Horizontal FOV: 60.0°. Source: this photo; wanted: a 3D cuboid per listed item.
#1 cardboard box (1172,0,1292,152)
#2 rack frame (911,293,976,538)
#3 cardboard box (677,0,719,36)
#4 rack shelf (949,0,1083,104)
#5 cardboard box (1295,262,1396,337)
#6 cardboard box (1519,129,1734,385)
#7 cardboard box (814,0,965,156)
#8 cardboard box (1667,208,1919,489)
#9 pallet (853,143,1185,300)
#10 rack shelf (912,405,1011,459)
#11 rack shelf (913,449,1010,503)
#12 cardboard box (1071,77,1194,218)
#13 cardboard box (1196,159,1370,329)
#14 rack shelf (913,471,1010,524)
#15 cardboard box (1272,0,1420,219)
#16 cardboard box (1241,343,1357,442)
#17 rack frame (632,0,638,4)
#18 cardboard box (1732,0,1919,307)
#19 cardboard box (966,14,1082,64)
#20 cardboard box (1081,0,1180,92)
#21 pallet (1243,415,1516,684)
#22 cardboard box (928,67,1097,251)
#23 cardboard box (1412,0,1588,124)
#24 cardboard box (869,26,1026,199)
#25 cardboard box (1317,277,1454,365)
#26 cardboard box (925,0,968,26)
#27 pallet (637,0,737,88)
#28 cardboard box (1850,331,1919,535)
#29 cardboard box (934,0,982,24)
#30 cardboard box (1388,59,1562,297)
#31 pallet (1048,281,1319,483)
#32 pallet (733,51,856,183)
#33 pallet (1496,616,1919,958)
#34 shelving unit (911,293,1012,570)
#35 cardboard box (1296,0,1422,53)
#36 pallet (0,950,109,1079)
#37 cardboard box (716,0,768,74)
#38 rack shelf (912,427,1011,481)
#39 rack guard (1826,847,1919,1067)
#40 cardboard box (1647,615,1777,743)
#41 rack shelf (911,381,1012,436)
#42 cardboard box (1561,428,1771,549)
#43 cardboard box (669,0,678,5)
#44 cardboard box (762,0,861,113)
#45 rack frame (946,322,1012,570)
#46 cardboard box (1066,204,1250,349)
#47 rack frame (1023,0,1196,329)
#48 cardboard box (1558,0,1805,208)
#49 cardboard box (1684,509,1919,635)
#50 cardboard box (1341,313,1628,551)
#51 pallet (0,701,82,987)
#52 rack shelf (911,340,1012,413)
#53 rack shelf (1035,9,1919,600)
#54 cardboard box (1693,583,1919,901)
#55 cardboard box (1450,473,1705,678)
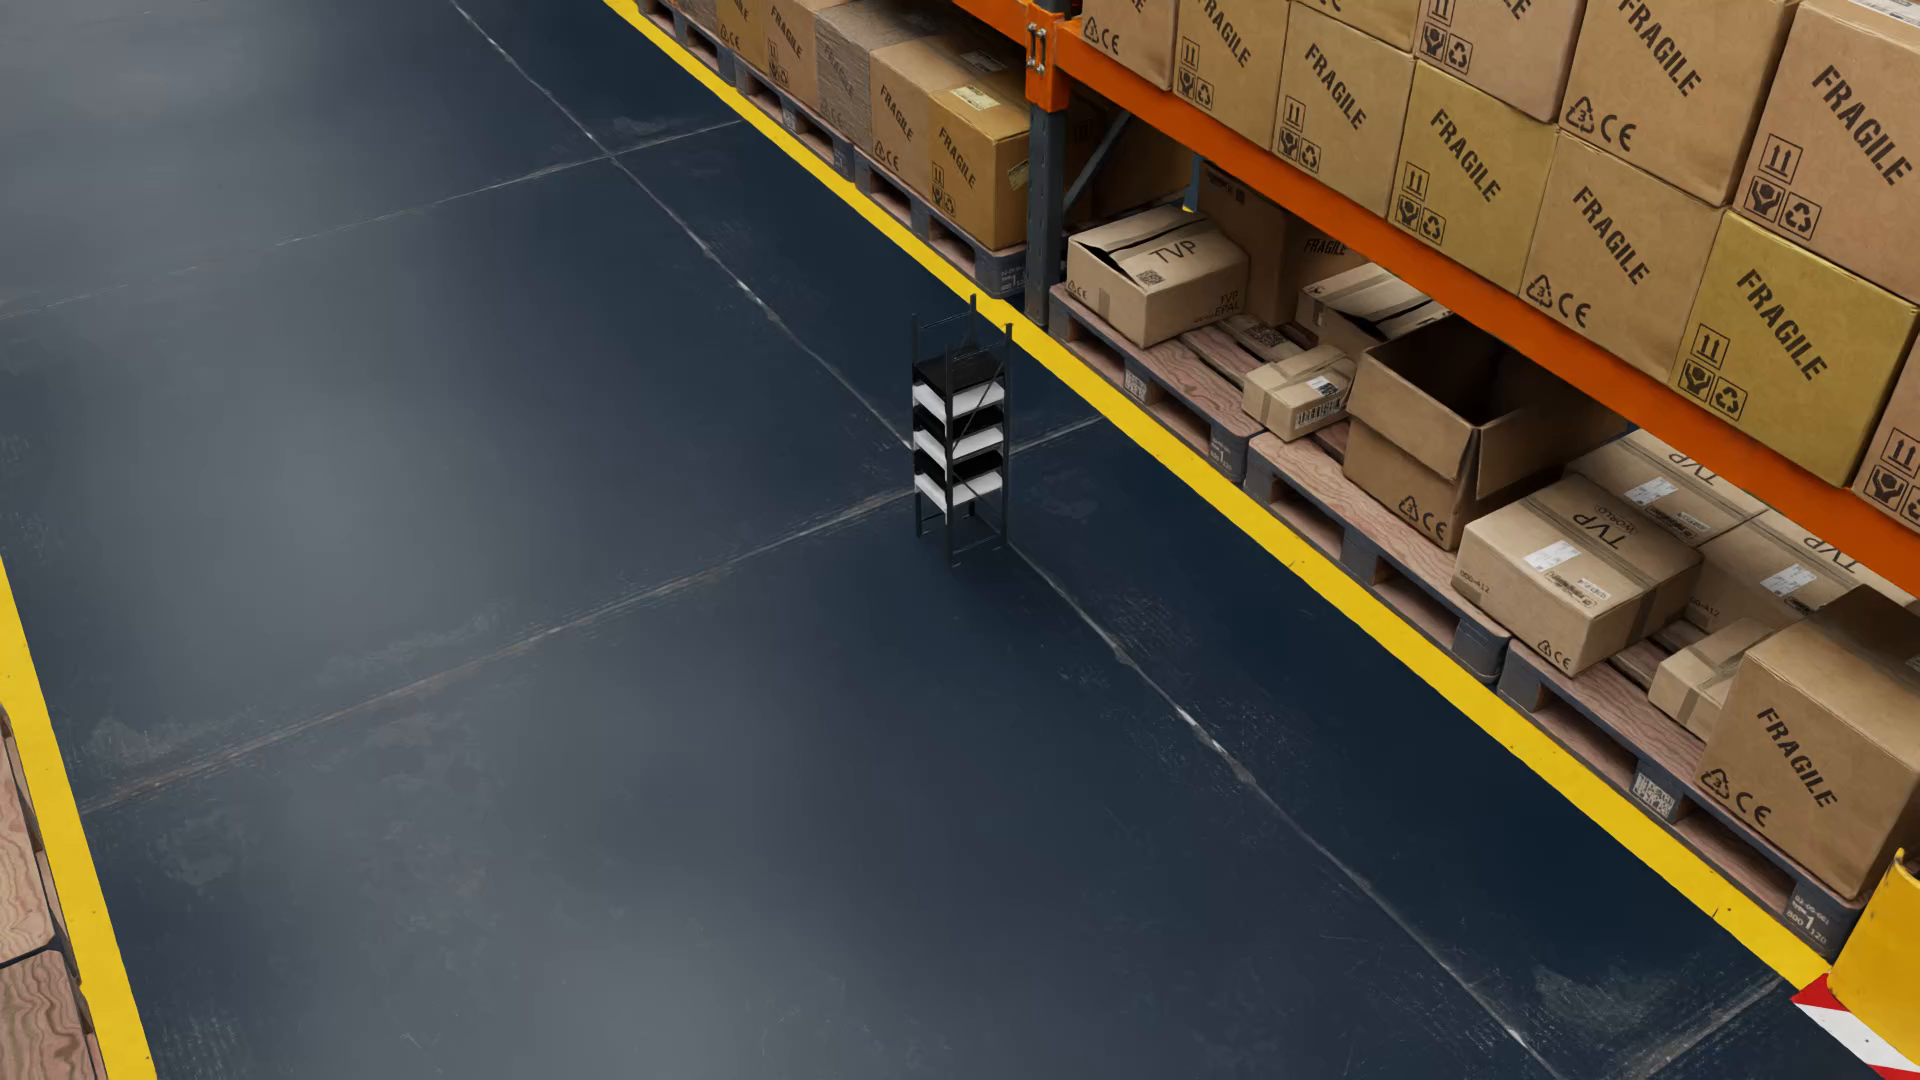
[{"bbox_3d":[1.039,-1.612,5.263,0.500,0.500,0.500,-21,44,-24],"label":"cardboard box"},{"bbox_3d":[-0.050,-0.396,5.523,0.240,0.900,0.006,-22,45,-24],"label":"rack frame"},{"bbox_3d":[-1.144,-2.961,8.569,0.500,0.500,0.500,-24,45,-26],"label":"cardboard box"},{"bbox_3d":[-0.358,-3.021,7.594,1.077,0.370,4.000,-22,45,-24],"label":"rack shelf"},{"bbox_3d":[1.515,-0.900,6.370,0.380,0.149,0.250,-22,45,-24],"label":"cardboard box"},{"bbox_3d":[1.852,-0.795,4.283,0.500,0.500,0.500,-22,45,-24],"label":"cardboard box"},{"bbox_3d":[-0.318,-2.135,7.578,0.500,0.500,0.500,-22,44,-24],"label":"cardboard box"},{"bbox_3d":[2.116,-0.524,3.958,0.500,0.500,0.500,-22,45,-24],"label":"cardboard box"},{"bbox_3d":[0.248,-1.573,7.472,1.003,0.211,1.213,-22,45,-24],"label":"pallet"},{"bbox_3d":[0.004,-0.385,5.420,0.258,0.077,0.200,-22,45,-24],"label":"rack shelf"},{"bbox_3d":[0.004,-0.247,5.536,0.258,0.077,0.200,-22,45,-24],"label":"rack shelf"},{"bbox_3d":[0.662,-1.772,7.142,0.500,0.500,0.500,-24,46,-26],"label":"cardboard box"},{"bbox_3d":[1.263,-1.217,6.476,0.500,0.500,0.500,-22,45,-24],"label":"cardboard box"},{"bbox_3d":[0.004,-0.177,5.593,0.258,0.077,0.200,-22,45,-24],"label":"rack shelf"},{"bbox_3d":[1.306,-1.341,4.938,0.500,0.500,0.500,-22,45,-25],"label":"cardboard box"},{"bbox_3d":[1.234,-0.534,5.917,0.380,0.166,0.250,-22,45,-24],"label":"cardboard box"},{"bbox_3d":[-1.434,-4.377,8.659,1.000,3.000,0.127,-22,45,-24],"label":"rack frame"},{"bbox_3d":[2.124,-0.899,3.627,0.500,0.500,0.500,-21,44,-23],"label":"cardboard box"},{"bbox_3d":[0.366,-2.056,7.483,0.500,0.500,0.500,-22,44,-24],"label":"cardboard box"},{"bbox_3d":[0.761,-1.887,5.594,0.500,0.500,0.500,-21,44,-23],"label":"cardboard box"},{"bbox_3d":[1.746,-0.116,5.725,1.003,0.211,1.213,-22,45,-24],"label":"pallet"},{"bbox_3d":[0.210,-1.594,6.929,0.500,0.500,0.500,-22,45,-25],"label":"cardboard box"},{"bbox_3d":[1.565,-1.455,4.294,0.500,0.500,0.500,-21,44,-23],"label":"cardboard box"},{"bbox_3d":[-0.049,-1.864,7.253,0.500,0.500,0.500,-22,45,-24],"label":"cardboard box"},{"bbox_3d":[1.666,-0.739,6.051,0.500,0.311,0.500,-22,45,-24],"label":"cardboard box"},{"bbox_3d":[0.104,-2.328,7.809,0.500,0.500,0.500,-22,44,-24],"label":"cardboard box"},{"bbox_3d":[-1.064,-2.890,9.053,1.003,0.211,1.213,-22,45,-24],"label":"pallet"},{"bbox_3d":[2.398,-0.245,3.623,0.500,0.500,0.500,-21,44,-23],"label":"cardboard box"},{"bbox_3d":[0.125,-2.599,7.549,0.500,0.250,0.500,-22,45,-24],"label":"cardboard box"},{"bbox_3d":[1.581,-1.067,4.610,0.500,0.500,0.500,-23,45,-25],"label":"cardboard box"},{"bbox_3d":[1.086,-0.775,6.516,1.003,0.211,1.213,-22,45,-24],"label":"pallet"},{"bbox_3d":[-0.412,-2.232,8.263,1.003,0.211,1.213,-22,45,-24],"label":"pallet"},{"bbox_3d":[2.398,0.542,4.935,1.003,0.211,1.213,-22,45,-24],"label":"pallet"},{"bbox_3d":[0.004,-0.341,5.457,0.258,0.900,0.210,-22,45,-24],"label":"shelving unit"},{"bbox_3d":[1.287,-1.733,4.628,0.500,0.500,0.500,-24,45,-26],"label":"cardboard box"},{"bbox_3d":[-2.373,1.599,3.666,1.003,0.211,1.213,-22,45,-24],"label":"pallet"},{"bbox_3d":[-0.878,-2.688,8.242,0.500,0.500,0.500,-23,45,-25],"label":"cardboard box"},{"bbox_3d":[0.004,-0.316,5.478,0.258,0.077,0.200,-22,45,-24],"label":"rack shelf"},{"bbox_3d":[2.827,0.860,4.327,1.175,0.500,0.348,-22,45,-24],"label":"rack guard"},{"bbox_3d":[2.226,0.402,4.794,0.380,0.166,0.250,-22,45,-24],"label":"cardboard box"},{"bbox_3d":[0.004,-0.454,5.363,0.258,0.077,0.200,-22,45,-24],"label":"rack shelf"},{"bbox_3d":[2.277,-0.102,5.334,0.500,0.250,0.500,-22,45,-24],"label":"cardboard box"},{"bbox_3d":[-1.430,-3.241,8.906,0.500,0.500,0.500,-20,44,-23],"label":"cardboard box"},{"bbox_3d":[-0.593,-2.408,7.906,0.500,0.500,0.500,-24,45,-26],"label":"cardboard box"},{"bbox_3d":[0.059,-0.286,5.391,0.240,0.900,0.006,-22,45,-24],"label":"rack frame"},{"bbox_3d":[0.760,-1.053,6.427,0.500,0.311,0.500,-22,45,-24],"label":"cardboard box"},{"bbox_3d":[0.717,-2.218,6.068,1.000,3.000,0.127,-22,45,-24],"label":"rack frame"},{"bbox_3d":[1.842,-1.178,3.961,0.500,0.500,0.500,-21,44,-23],"label":"cardboard box"},{"bbox_3d":[2.546,0.167,5.010,0.500,0.250,0.500,-22,45,-24],"label":"cardboard box"},{"bbox_3d":[1.732,-0.416,5.512,0.797,0.503,0.637,-22,45,-24],"label":"cardboard box"},{"bbox_3d":[-3.033,0.940,4.457,1.003,0.211,1.213,-22,45,-24],"label":"pallet"},{"bbox_3d":[0.004,-0.523,5.305,0.258,0.077,0.200,-22,45,-24],"label":"rack shelf"},{"bbox_3d":[1.792,-0.862,5.003,1.077,0.370,4.000,-22,45,-24],"label":"rack shelf"},{"bbox_3d":[2.368,0.524,4.387,0.500,0.500,0.500,-22,45,-24],"label":"cardboard box"},{"bbox_3d":[1.882,0.097,5.095,0.500,0.250,0.500,-22,45,-24],"label":"cardboard box"}]
